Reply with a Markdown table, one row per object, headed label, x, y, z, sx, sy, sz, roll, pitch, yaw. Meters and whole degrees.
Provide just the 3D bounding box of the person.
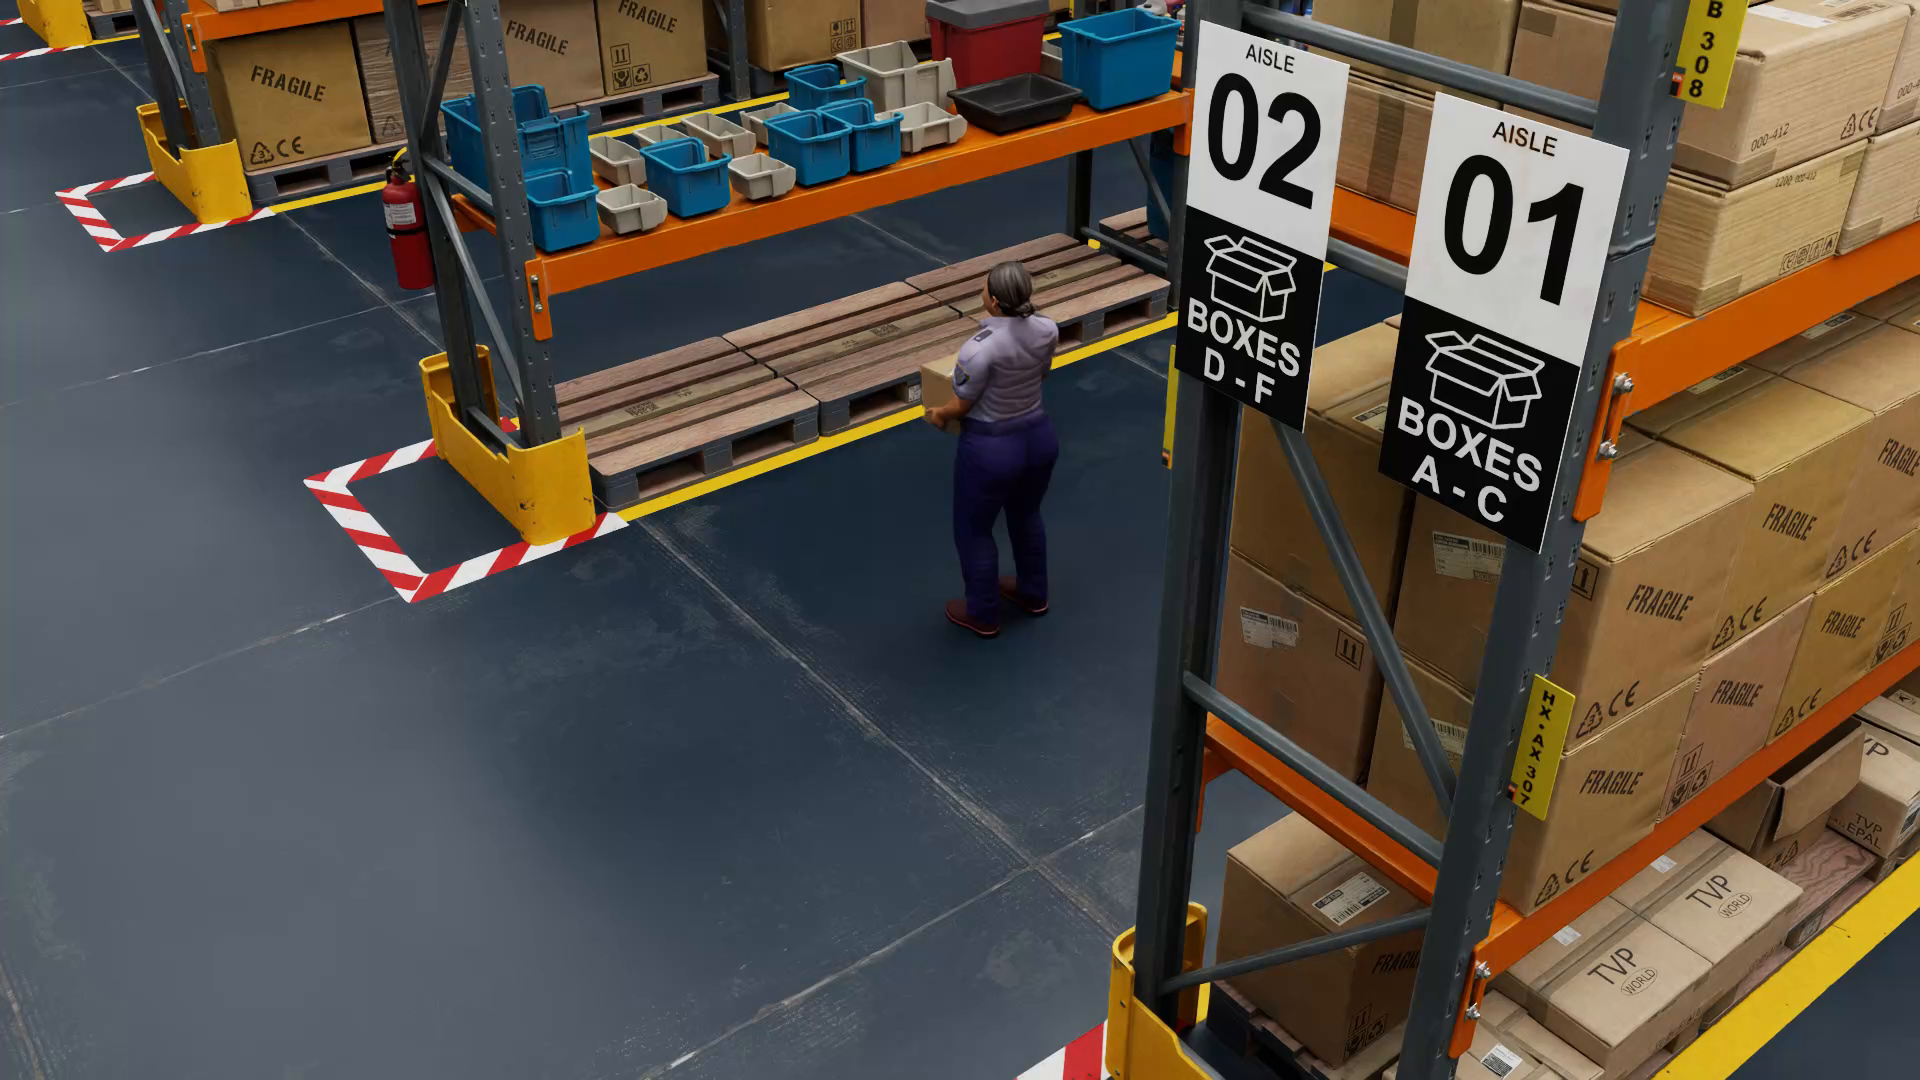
| label | x | y | z | sx | sy | sz | roll | pitch | yaw |
| --- | --- | --- | --- | --- | --- | --- | --- | --- | --- |
| person | 0.126 | -0.401 | 6.782 | 0.471 | 1.647 | 0.511 | -23 | 39 | -31 |
